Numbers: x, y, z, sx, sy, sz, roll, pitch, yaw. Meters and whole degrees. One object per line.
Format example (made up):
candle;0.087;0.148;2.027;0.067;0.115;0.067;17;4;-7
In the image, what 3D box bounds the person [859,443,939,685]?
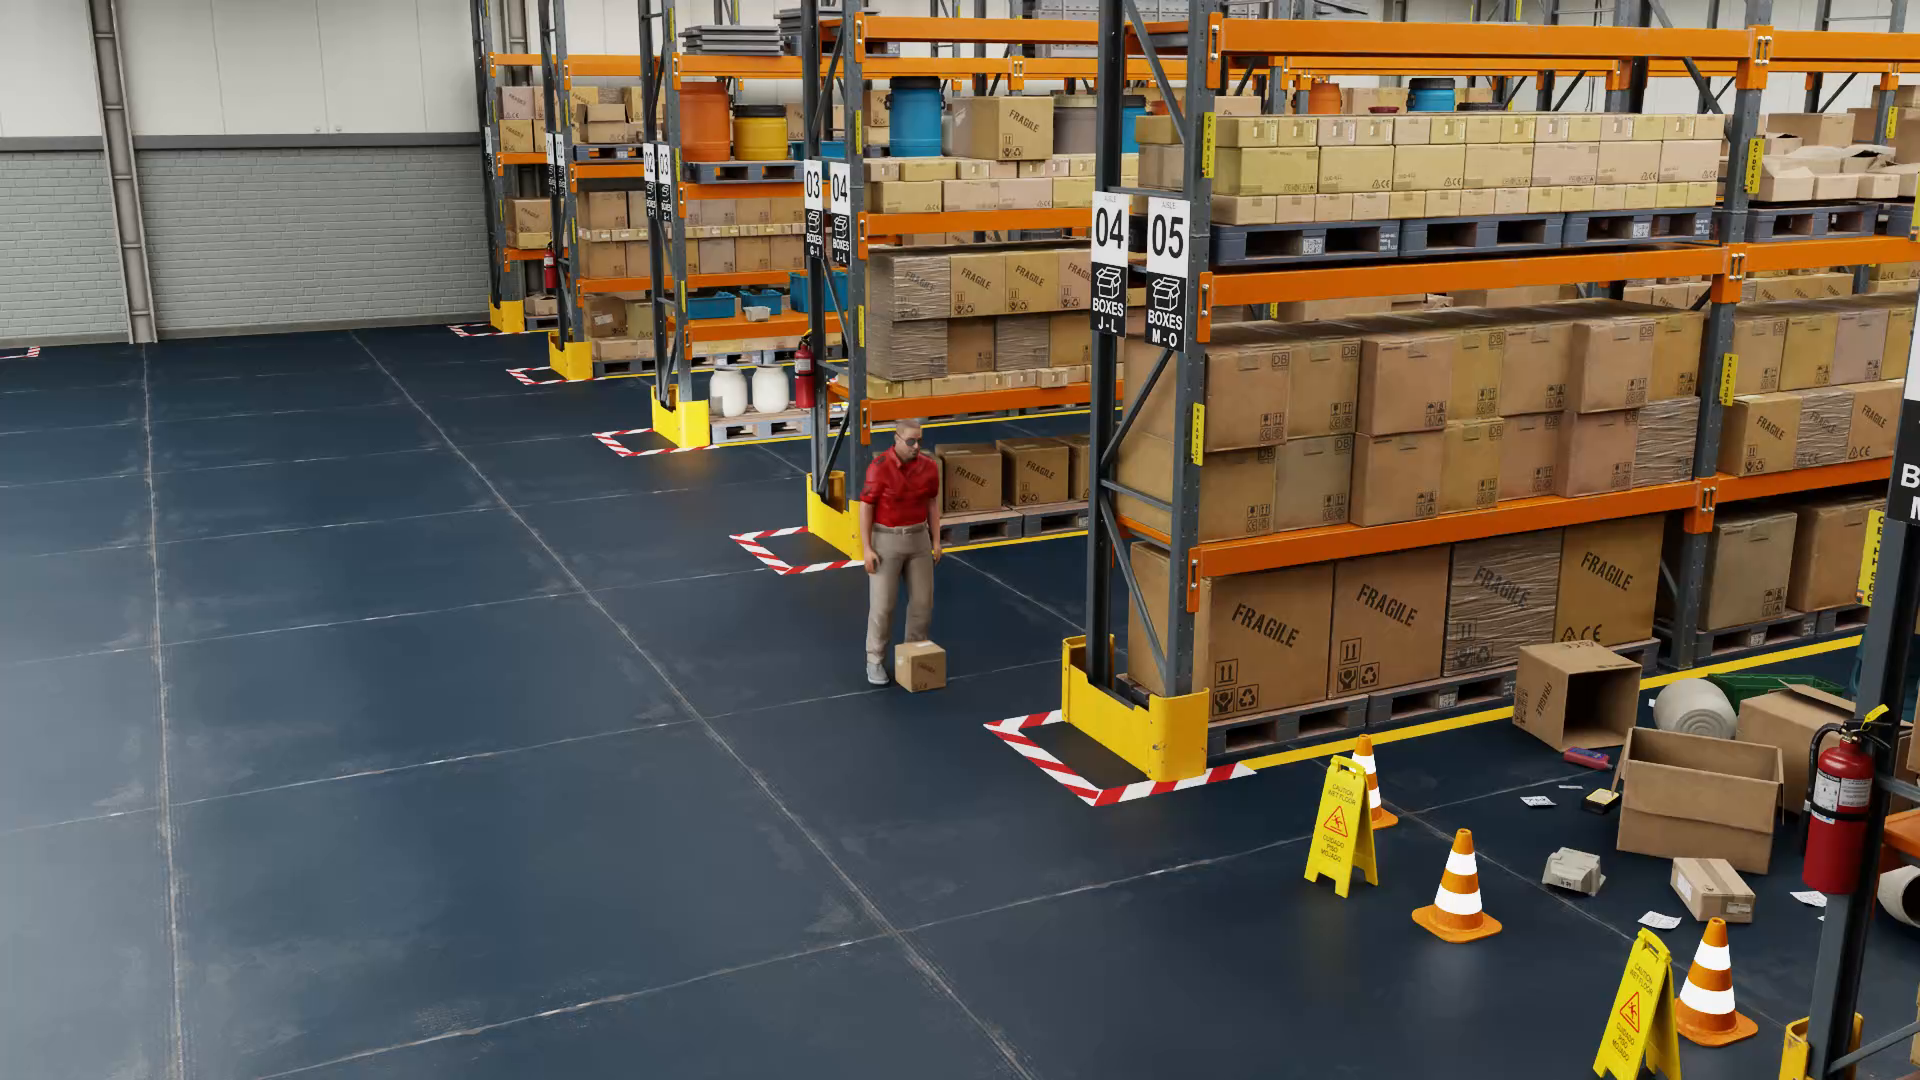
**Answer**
person;-0.382;0.133;10.889;0.579;1.551;0.392;-8;17;-27
